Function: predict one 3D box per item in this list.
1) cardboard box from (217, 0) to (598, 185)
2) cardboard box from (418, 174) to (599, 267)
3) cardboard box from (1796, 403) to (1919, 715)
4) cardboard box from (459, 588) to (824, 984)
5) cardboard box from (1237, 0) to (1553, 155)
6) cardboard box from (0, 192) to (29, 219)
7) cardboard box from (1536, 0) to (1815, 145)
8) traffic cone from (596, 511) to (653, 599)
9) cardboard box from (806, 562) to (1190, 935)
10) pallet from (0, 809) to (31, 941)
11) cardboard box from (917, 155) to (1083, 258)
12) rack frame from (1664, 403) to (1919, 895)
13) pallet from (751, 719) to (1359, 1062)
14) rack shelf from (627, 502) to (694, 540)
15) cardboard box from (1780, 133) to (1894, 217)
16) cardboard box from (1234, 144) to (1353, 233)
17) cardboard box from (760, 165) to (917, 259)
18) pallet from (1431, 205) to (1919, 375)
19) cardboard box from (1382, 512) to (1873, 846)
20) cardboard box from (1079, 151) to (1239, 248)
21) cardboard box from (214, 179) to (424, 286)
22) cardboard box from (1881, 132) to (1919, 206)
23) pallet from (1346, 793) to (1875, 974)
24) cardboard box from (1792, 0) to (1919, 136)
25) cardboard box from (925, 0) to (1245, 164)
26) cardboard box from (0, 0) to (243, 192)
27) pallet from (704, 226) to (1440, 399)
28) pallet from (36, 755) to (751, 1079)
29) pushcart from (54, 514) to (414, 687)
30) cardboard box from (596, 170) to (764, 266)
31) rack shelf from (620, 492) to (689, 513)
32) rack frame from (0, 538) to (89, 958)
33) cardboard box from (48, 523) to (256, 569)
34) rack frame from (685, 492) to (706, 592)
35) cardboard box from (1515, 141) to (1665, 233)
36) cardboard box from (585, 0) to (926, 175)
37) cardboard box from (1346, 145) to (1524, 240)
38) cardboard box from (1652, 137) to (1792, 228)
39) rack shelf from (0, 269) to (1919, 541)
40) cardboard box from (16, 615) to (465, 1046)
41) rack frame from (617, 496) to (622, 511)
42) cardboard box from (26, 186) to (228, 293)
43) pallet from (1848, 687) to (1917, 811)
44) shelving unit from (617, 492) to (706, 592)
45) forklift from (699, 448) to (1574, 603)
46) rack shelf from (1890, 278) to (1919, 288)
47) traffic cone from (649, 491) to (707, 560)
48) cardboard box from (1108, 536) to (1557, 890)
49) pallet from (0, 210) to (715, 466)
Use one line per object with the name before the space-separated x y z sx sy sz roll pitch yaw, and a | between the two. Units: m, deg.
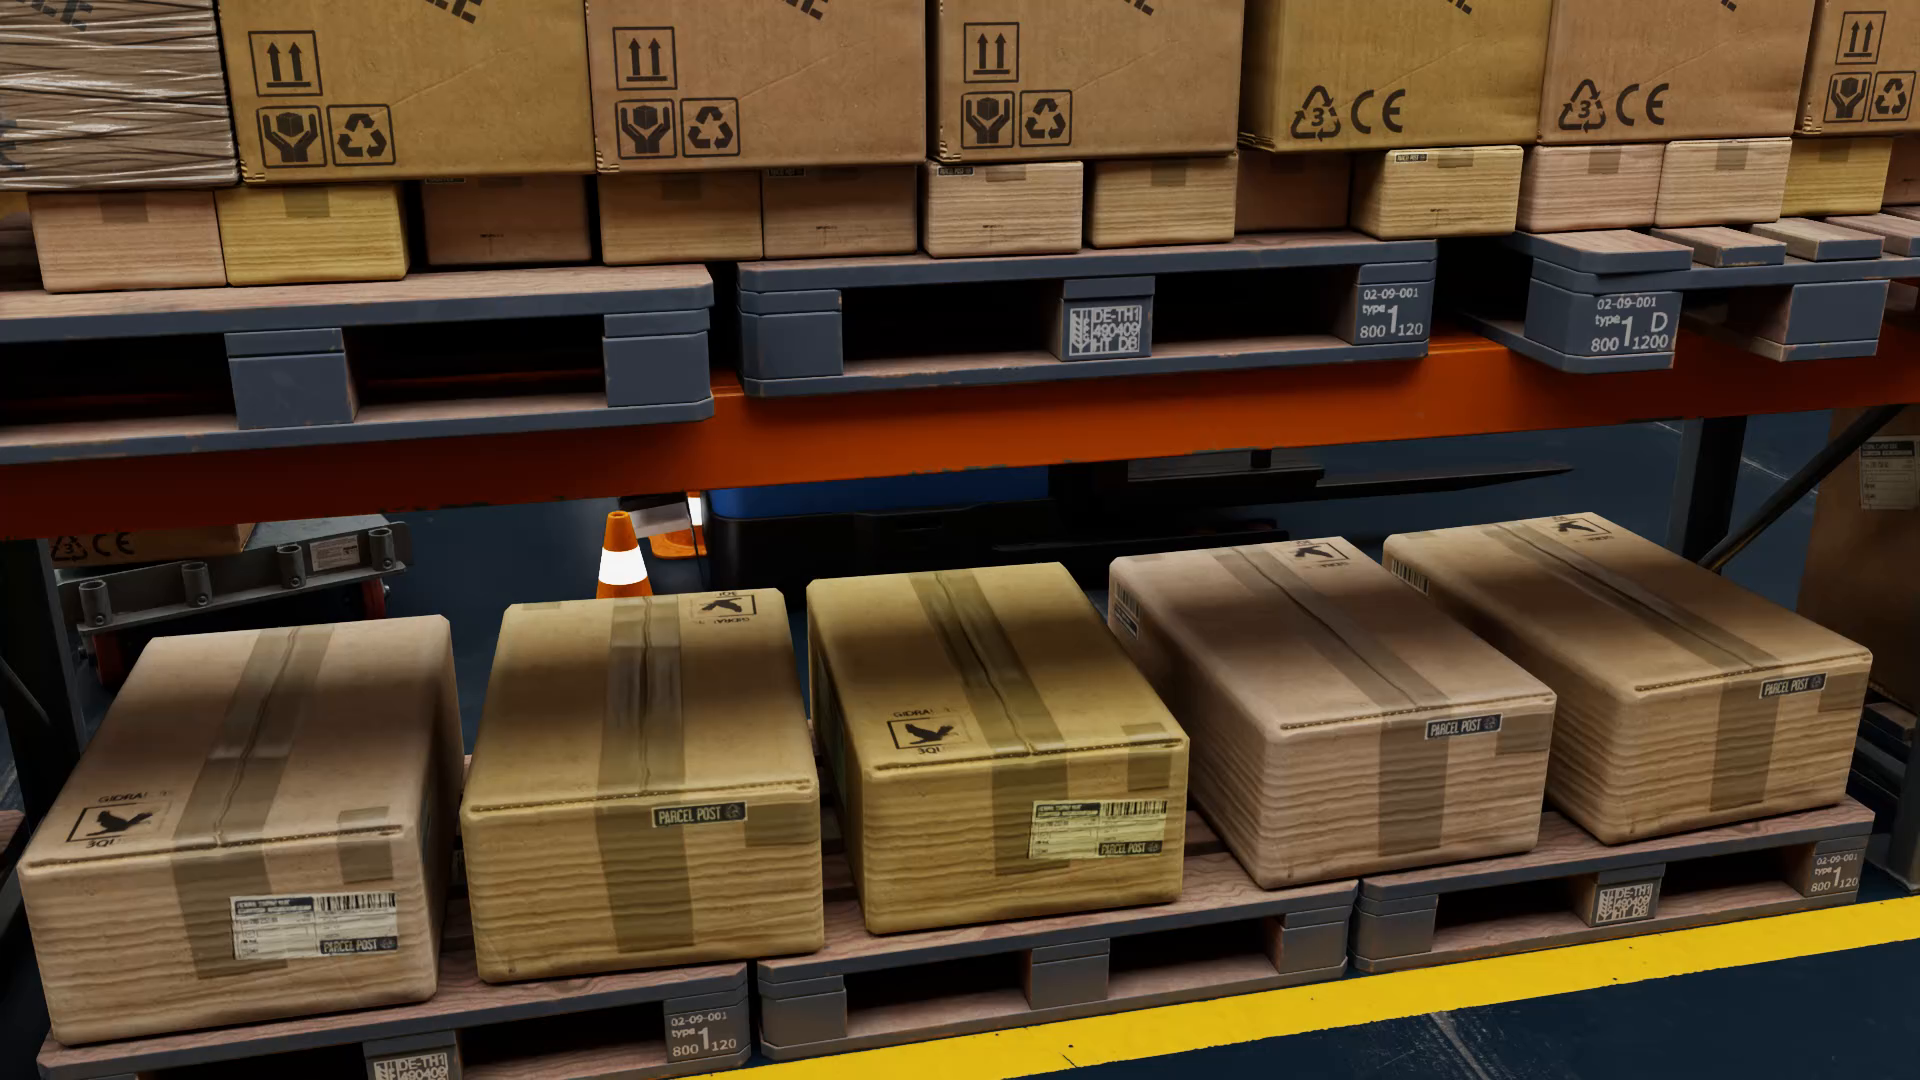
cardboard box | -0.837 -0.844 2.570 0.500 0.500 0.500 -5 21 -12
cardboard box | -0.733 -0.561 2.741 0.250 0.149 0.380 -3 20 -9
cardboard box | 2.737 -0.022 3.993 0.875 0.875 0.875 -5 21 -13
cardboard box | -0.638 0.457 3.416 0.625 0.372 0.950 -3 20 -9
cardboard box | 0.676 -0.966 2.902 0.500 0.500 0.500 -6 21 -16
cardboard box | -3.712 -1.301 7.485 0.875 0.875 0.875 -4 21 -12
cardboard box | 1.167 -1.006 3.012 0.500 0.500 0.500 -5 21 -13
traffic cone | -0.962 0.145 4.746 0.334 0.463 0.336 -5 21 -12
cardboard box | 0.038 0.401 3.568 0.625 0.372 0.950 -4 20 -11
pallet | -2.492 0.895 3.065 1.213 0.211 1.003 -5 21 -12
cardboard box | 0.039 -0.590 2.820 0.250 0.149 0.380 -4 20 -10
rack frame | 2.046 -0.796 3.627 0.127 3.000 1.000 -5 21 -12
pallet | 0.100 0.670 3.678 1.213 0.211 1.003 -5 21 -12
rack shelf | -0.954 -0.058 5.251 0.200 0.077 0.258 -11 22 -9
cardboard box | 1.537 -0.725 3.188 0.250 0.149 0.380 -4 21 -12
cardboard box | 0.517 -0.669 3.034 0.250 0.149 0.380 -4 21 -12
cardboard box | -0.232 -0.587 2.810 0.250 0.149 0.380 -4 21 -12
pallet | 1.377 -0.614 3.408 1.003 0.211 1.213 -5 21 -12
cardboard box | 1.494 0.282 3.893 0.625 0.372 0.950 -6 21 -16
cardboard box | 0.292 -0.621 2.905 0.250 0.149 0.380 -5 21 -14
cardboard box | -0.991 -0.513 2.610 0.250 0.149 0.380 -4 21 -11
cardboard box | 1.781 -0.770 3.312 0.250 0.149 0.380 -4 20 -10
pallet | 1.285 0.575 3.939 1.213 0.211 1.003 -5 21 -12
cardboard box | 1.668 -1.051 3.134 0.500 0.500 0.500 -5 21 -14
cardboard box | 0.145 -0.923 2.785 0.500 0.500 0.500 -6 21 -15
cardboard box | -1.324 -0.804 2.461 0.500 0.500 0.500 -4 21 -11
pallet | 0.129 -0.536 3.194 1.213 0.211 1.003 -5 21 -12
pallet | -1.089 0.768 3.412 1.213 0.211 1.003 -5 21 -12
pushcart | -2.420 -0.007 5.286 0.936 0.377 1.648 -13 24 -31
cardboard box | -0.473 -0.568 2.758 0.250 0.149 0.380 -4 21 -12
rack shelf | -0.965 -0.141 5.218 0.200 0.077 0.258 -11 22 -9
rack frame | -1.847 -0.479 2.762 0.127 3.000 1.000 -5 21 -12
cardboard box | -2.285 -0.255 4.682 0.500 0.500 0.500 -5 21 -12
rack frame | -0.881 -0.274 5.189 0.006 0.900 0.240 -11 22 -9
cardboard box | 1.055 -0.673 3.045 0.250 0.149 0.380 -6 21 -15
cardboard box | -0.353 -0.879 2.664 0.500 0.500 0.500 -5 21 -13
cardboard box | 0.791 -0.646 2.973 0.250 0.149 0.380 -4 21 -12
cardboard box | 1.302 -0.690 3.092 0.250 0.149 0.380 -5 21 -13
rack shelf | 0.100 -0.300 3.318 4.000 0.370 1.077 -5 21 -12
cardboard box | -1.337 0.515 3.258 0.625 0.372 0.950 -4 21 -12
rack frame | -1.078 -0.235 5.156 0.006 0.900 0.240 -11 22 -9
cardboard box | -1.236 -0.497 2.564 0.250 0.149 0.380 -4 21 -12
pallet | 2.831 0.476 4.208 1.213 0.211 1.003 -5 21 -12
shelving unit | -0.980 -0.255 5.173 0.210 0.900 0.258 -11 22 -9
forklift | 0.616 -1.422 5.435 3.031 2.935 1.130 -4 21 -11
rack shelf | 3.992 -0.616 4.182 4.000 0.370 1.077 -5 21 -12
traffic cone | -0.910 -0.213 5.722 0.334 0.463 0.336 -5 21 -12
cardboard box | 0.778 0.343 3.727 0.625 0.372 0.950 -5 21 -14
pallet | -1.069 -0.401 2.828 1.213 0.211 1.003 -5 21 -12
